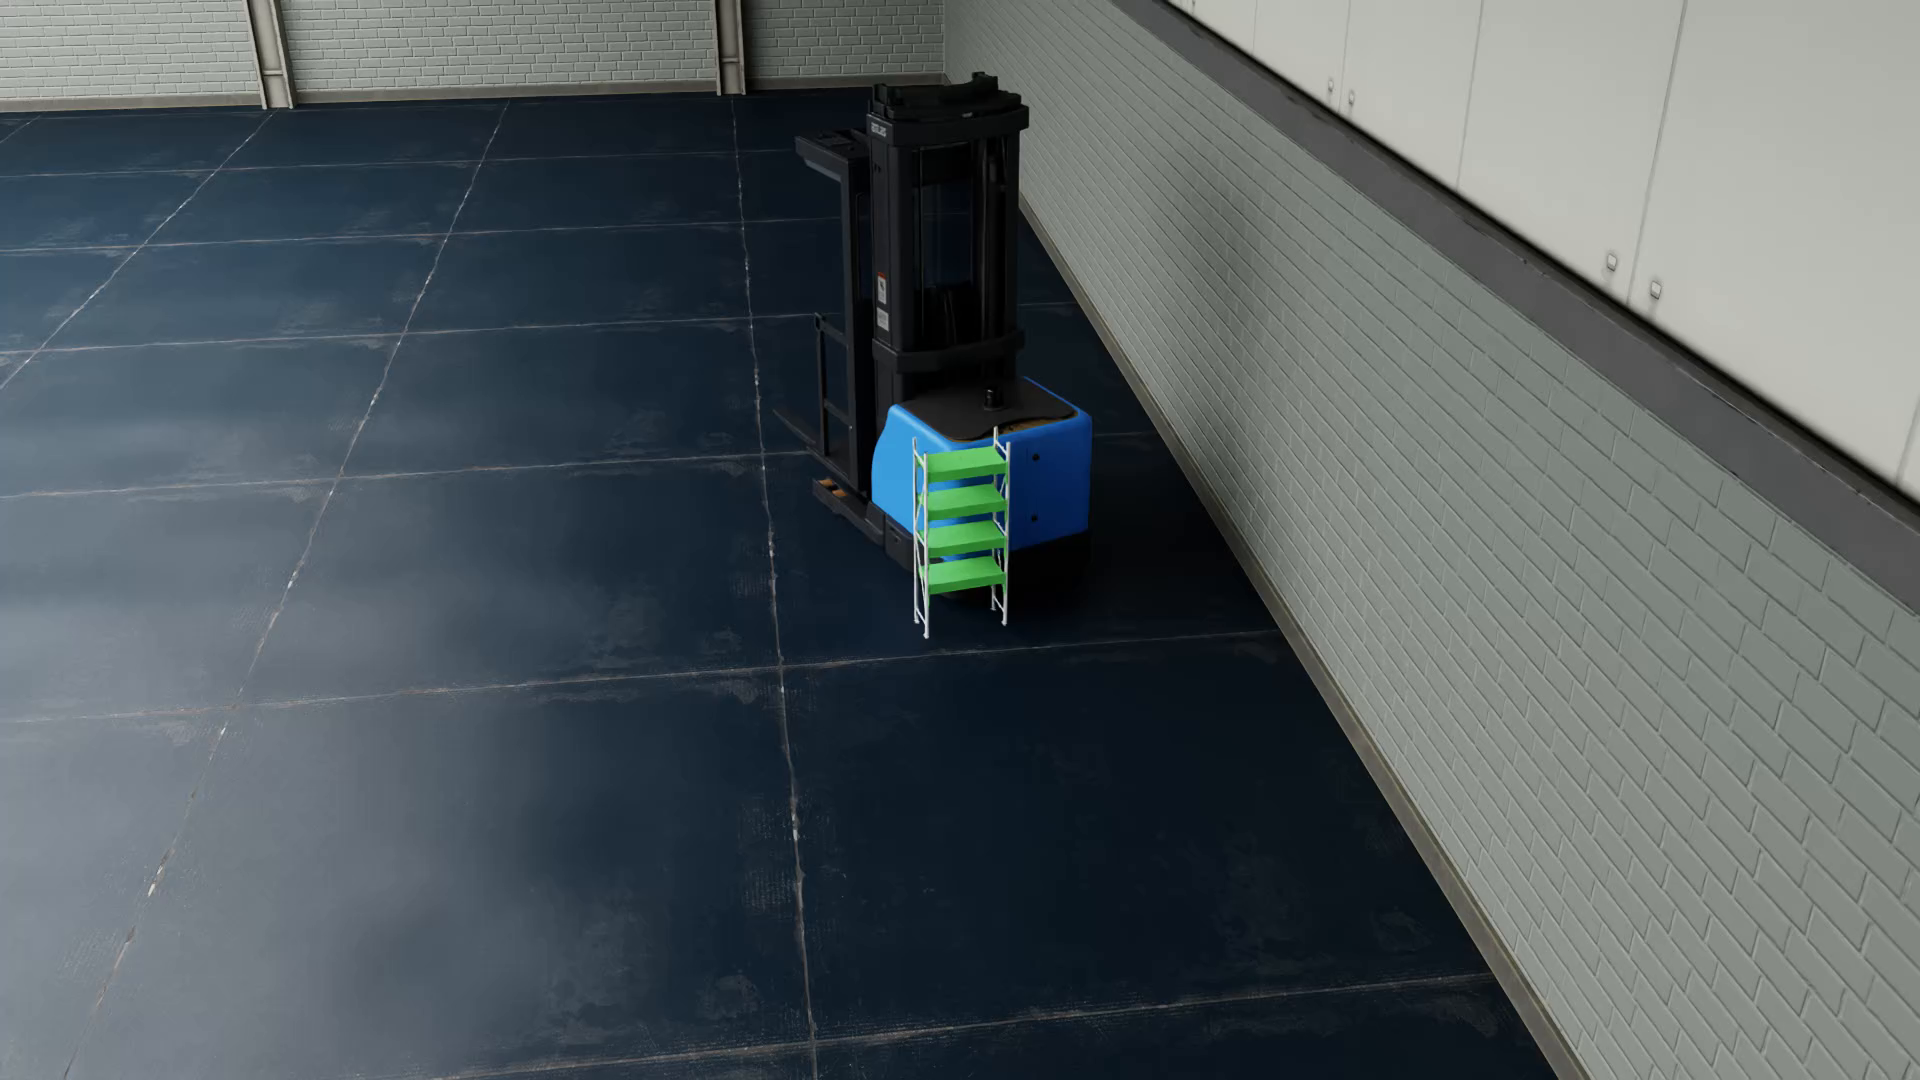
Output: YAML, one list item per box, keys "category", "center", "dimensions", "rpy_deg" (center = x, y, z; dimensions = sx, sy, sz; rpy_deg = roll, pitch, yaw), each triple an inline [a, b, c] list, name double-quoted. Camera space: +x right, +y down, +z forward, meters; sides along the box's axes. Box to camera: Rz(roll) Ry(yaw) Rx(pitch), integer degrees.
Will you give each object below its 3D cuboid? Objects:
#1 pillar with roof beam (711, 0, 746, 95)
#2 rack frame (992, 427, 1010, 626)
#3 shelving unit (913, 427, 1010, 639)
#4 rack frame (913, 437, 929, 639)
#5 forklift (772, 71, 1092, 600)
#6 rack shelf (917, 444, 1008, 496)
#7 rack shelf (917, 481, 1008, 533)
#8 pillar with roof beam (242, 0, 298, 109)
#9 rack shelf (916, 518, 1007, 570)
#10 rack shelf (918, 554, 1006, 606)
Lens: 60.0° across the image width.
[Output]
- category: "pillar with roof beam"
  center: [-2.565, -8.256, 17.186]
  dimensions: [0.400, 9.000, 9.100]
  rpy_deg: [-4, 27, -7]
- category: "rack frame"
  center: [0.239, -0.069, 9.769]
  dimensions: [0.015, 1.200, 0.240]
  rpy_deg: [-8, 29, -16]
- category: "shelving unit"
  center: [0.007, -0.035, 9.703]
  dimensions: [0.503, 1.200, 0.258]
  rpy_deg: [-8, 29, -16]
- category: "rack frame"
  center: [-0.225, -0.001, 9.636]
  dimensions: [0.015, 1.200, 0.240]
  rpy_deg: [-8, 29, -16]
- category: "forklift"
  center: [-0.354, -1.574, 10.809]
  dimensions: [1.130, 2.935, 3.031]
  rpy_deg: [-15, 31, -27]
- category: "rack shelf"
  center: [0.008, -0.403, 9.509]
  dimensions: [0.480, 0.148, 0.258]
  rpy_deg: [-8, 29, -16]
- category: "rack shelf"
  center: [0.008, -0.191, 9.620]
  dimensions: [0.480, 0.148, 0.258]
  rpy_deg: [-8, 29, -16]
- category: "pillar with roof beam"
  center: [-8.506, -7.875, 16.442]
  dimensions: [0.400, 9.000, 9.100]
  rpy_deg: [-4, 27, -7]
- category: "rack shelf"
  center: [0.007, 0.022, 9.732]
  dimensions: [0.480, 0.148, 0.258]
  rpy_deg: [-8, 29, -16]
- category: "rack shelf"
  center: [0.006, 0.234, 9.844]
  dimensions: [0.480, 0.148, 0.258]
  rpy_deg: [-8, 29, -16]
